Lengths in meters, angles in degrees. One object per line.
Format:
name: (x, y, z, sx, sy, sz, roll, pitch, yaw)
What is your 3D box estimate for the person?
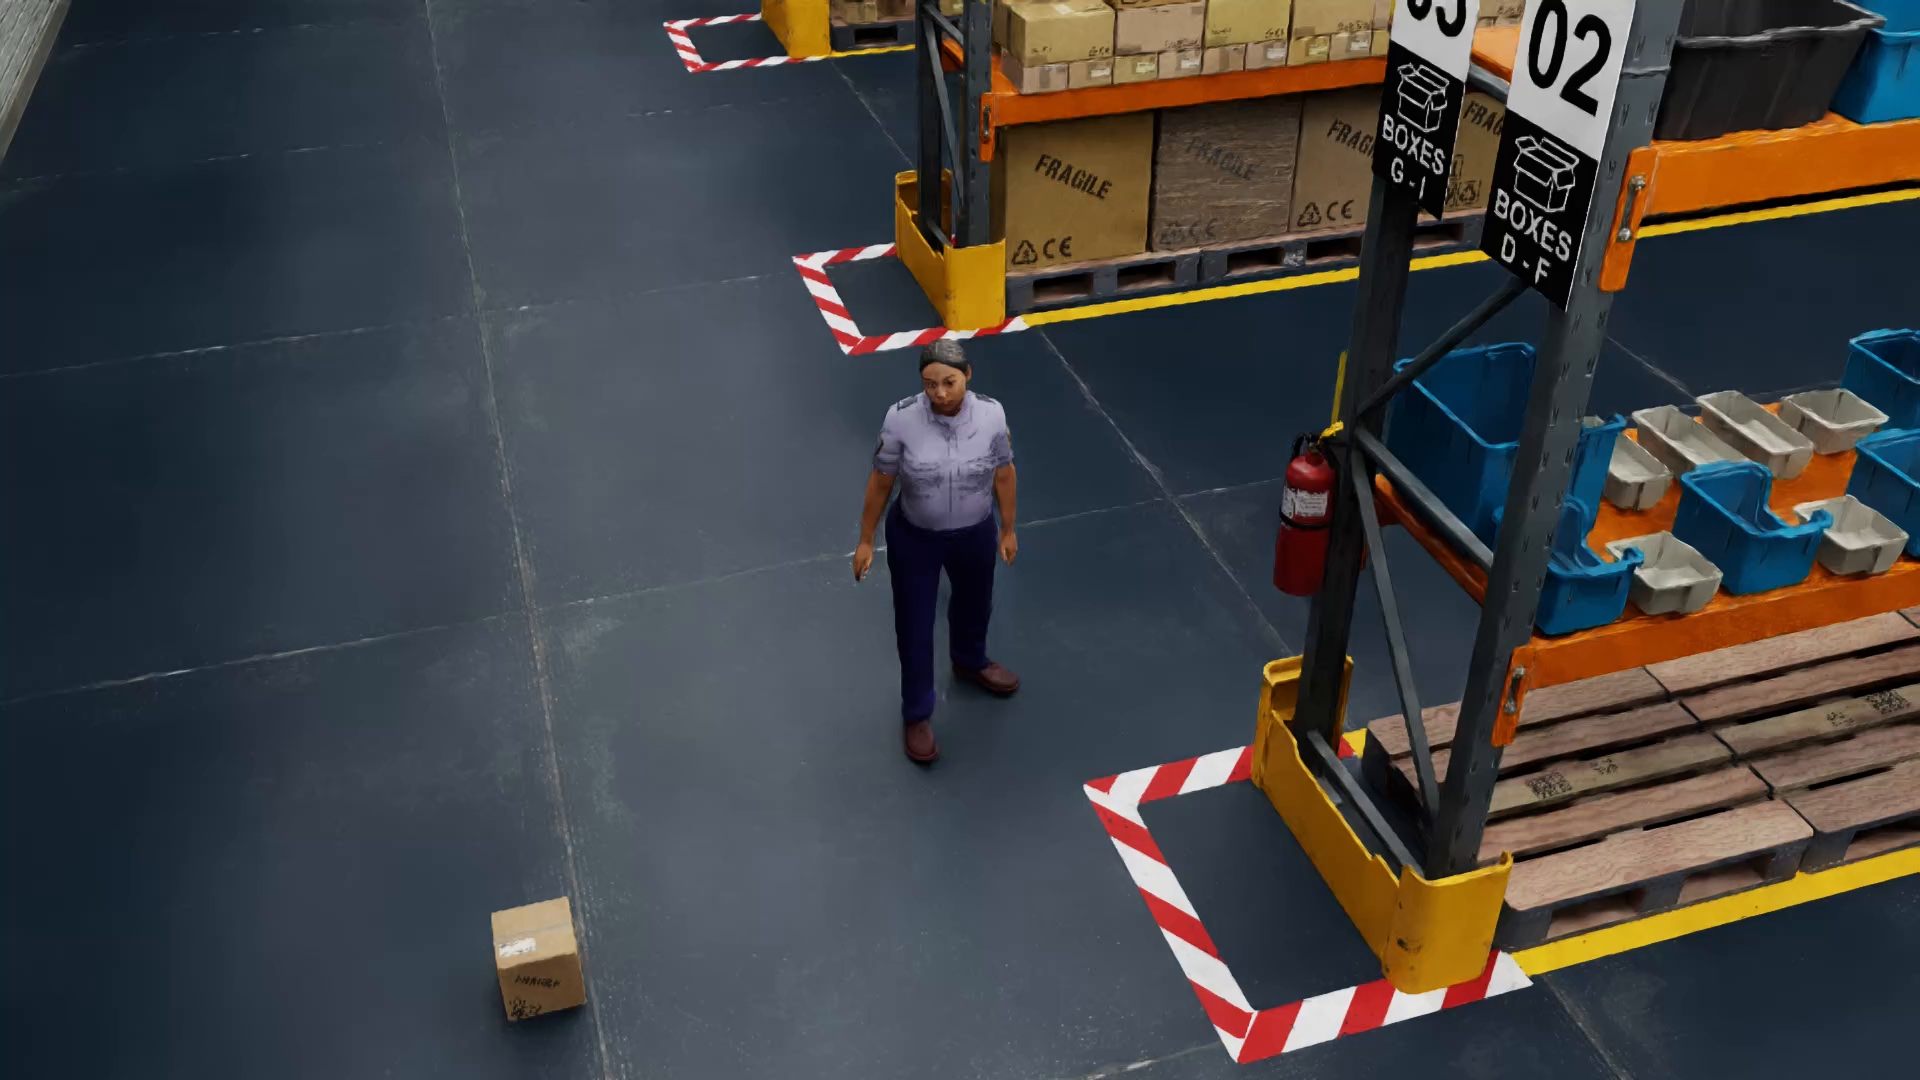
person: (-0.065, 0.010, 6.125, 0.671, 1.624, 0.569, -8, 35, -12)
